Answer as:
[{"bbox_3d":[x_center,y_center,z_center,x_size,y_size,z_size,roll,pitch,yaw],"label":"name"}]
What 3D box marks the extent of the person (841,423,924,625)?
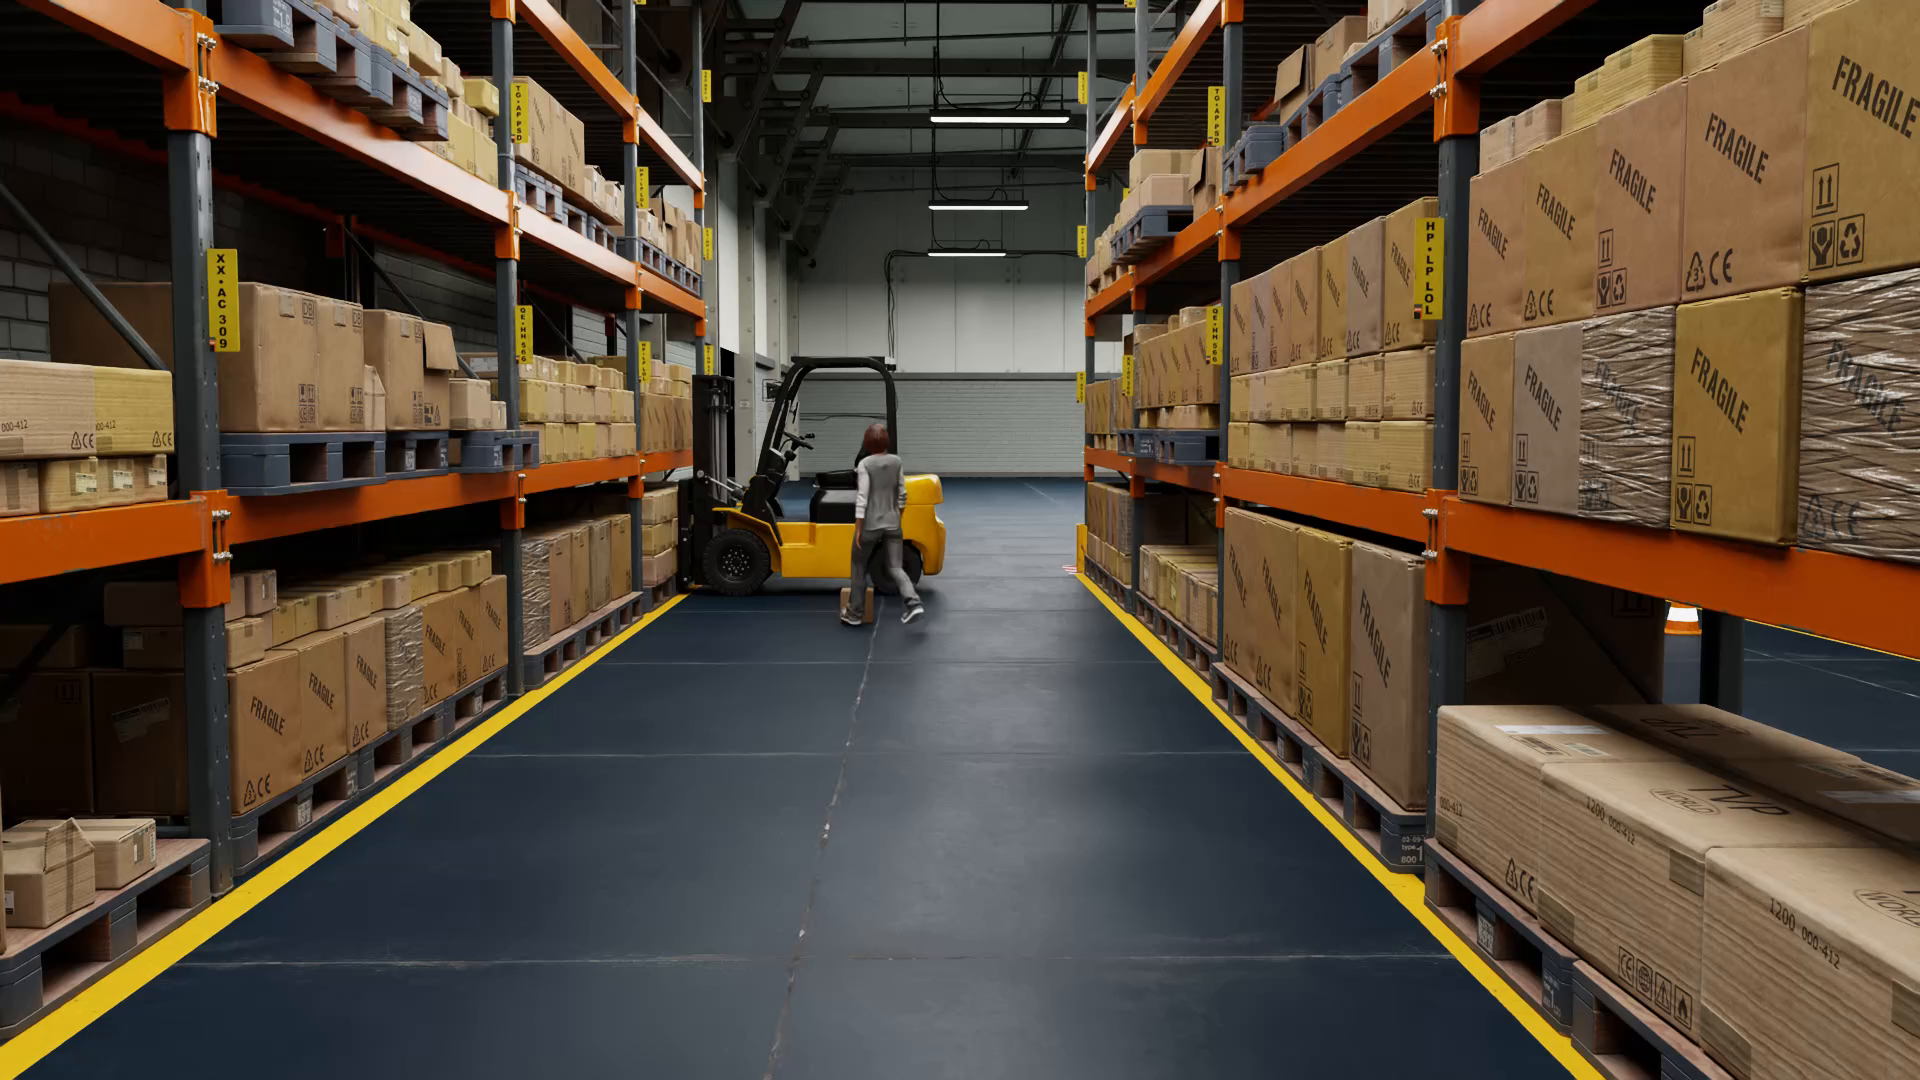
[{"bbox_3d":[-0.628,-0.107,12.502,0.453,1.540,0.943,-2,4,-27],"label":"person"}]
